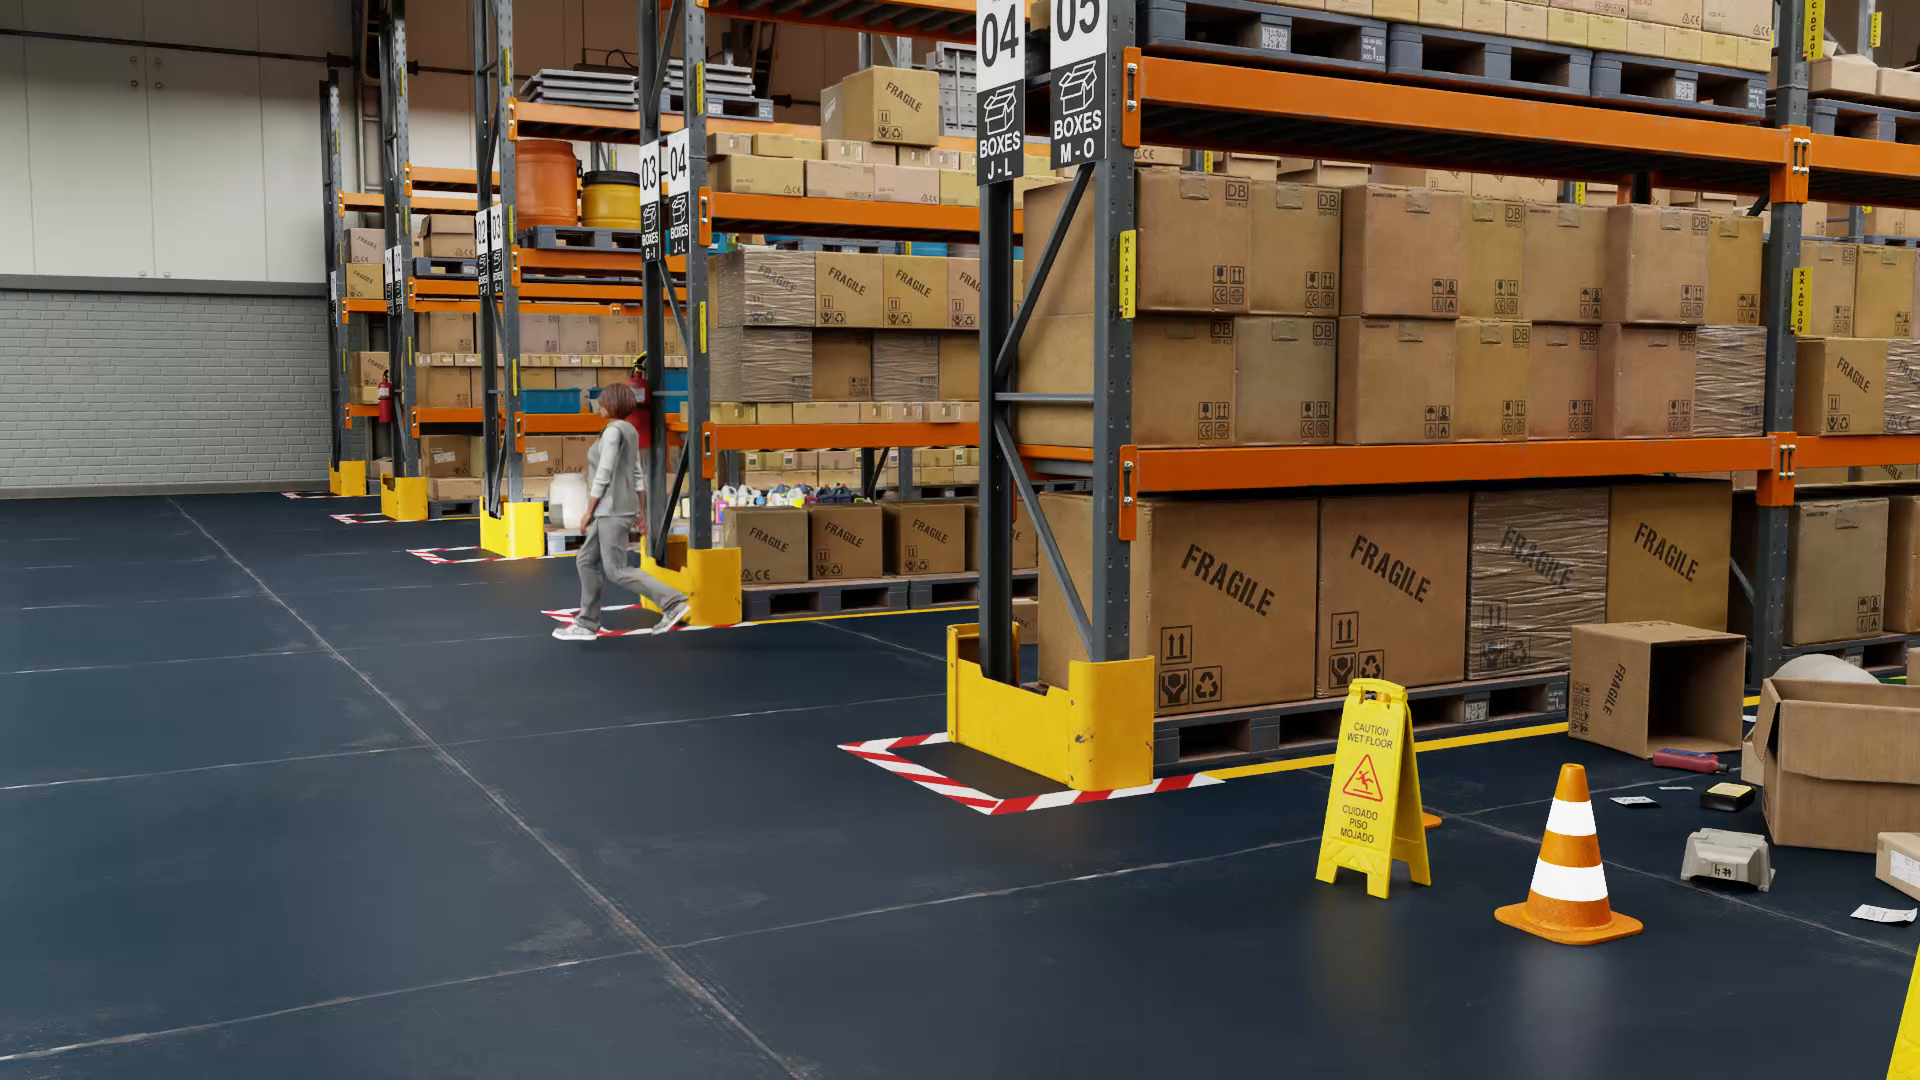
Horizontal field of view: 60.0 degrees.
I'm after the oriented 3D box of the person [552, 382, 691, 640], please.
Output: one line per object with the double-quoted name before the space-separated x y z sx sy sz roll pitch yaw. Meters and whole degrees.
"person" -2.030 -0.157 9.932 0.869 1.533 0.399 0 5 1
